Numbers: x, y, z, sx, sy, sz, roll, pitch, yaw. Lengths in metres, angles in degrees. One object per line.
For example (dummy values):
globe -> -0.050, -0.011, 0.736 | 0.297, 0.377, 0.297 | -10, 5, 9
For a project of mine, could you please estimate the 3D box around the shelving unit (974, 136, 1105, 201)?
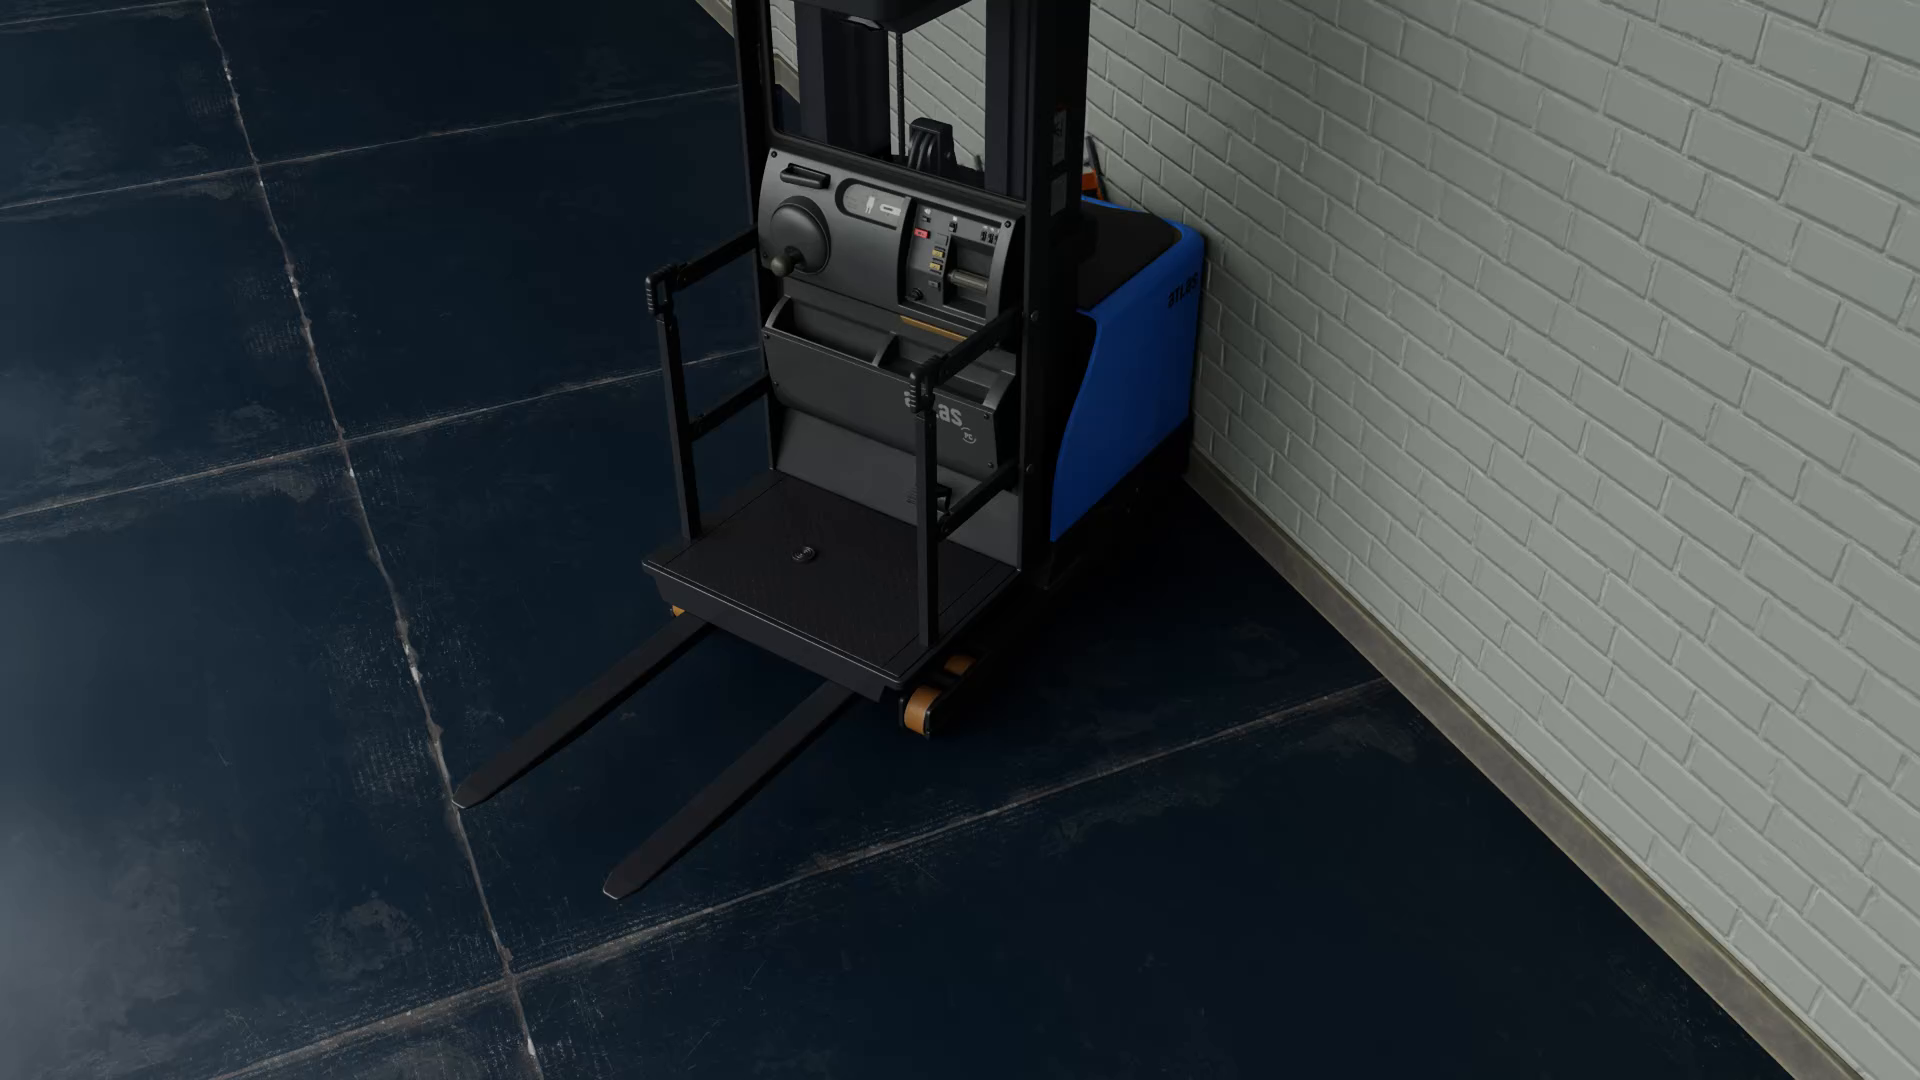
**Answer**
shelving unit -> 0.387, -0.957, 6.646 | 0.503, 1.200, 0.258 | -14, 3, -21

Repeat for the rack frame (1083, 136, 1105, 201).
rack frame -> 0.607, -1.014, 6.734 | 0.015, 1.200, 0.240 | -14, 3, -21

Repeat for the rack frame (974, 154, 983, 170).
rack frame -> 0.166, -0.900, 6.558 | 0.015, 1.200, 0.240 | -14, 3, -21

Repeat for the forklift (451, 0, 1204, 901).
forklift -> -0.356, -0.868, 4.961 | 1.130, 2.935, 3.031 | 22, 42, 27

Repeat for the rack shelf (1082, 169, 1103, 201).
rack shelf -> 0.294, -1.339, 6.630 | 0.480, 0.148, 0.258 | -14, 3, -21
